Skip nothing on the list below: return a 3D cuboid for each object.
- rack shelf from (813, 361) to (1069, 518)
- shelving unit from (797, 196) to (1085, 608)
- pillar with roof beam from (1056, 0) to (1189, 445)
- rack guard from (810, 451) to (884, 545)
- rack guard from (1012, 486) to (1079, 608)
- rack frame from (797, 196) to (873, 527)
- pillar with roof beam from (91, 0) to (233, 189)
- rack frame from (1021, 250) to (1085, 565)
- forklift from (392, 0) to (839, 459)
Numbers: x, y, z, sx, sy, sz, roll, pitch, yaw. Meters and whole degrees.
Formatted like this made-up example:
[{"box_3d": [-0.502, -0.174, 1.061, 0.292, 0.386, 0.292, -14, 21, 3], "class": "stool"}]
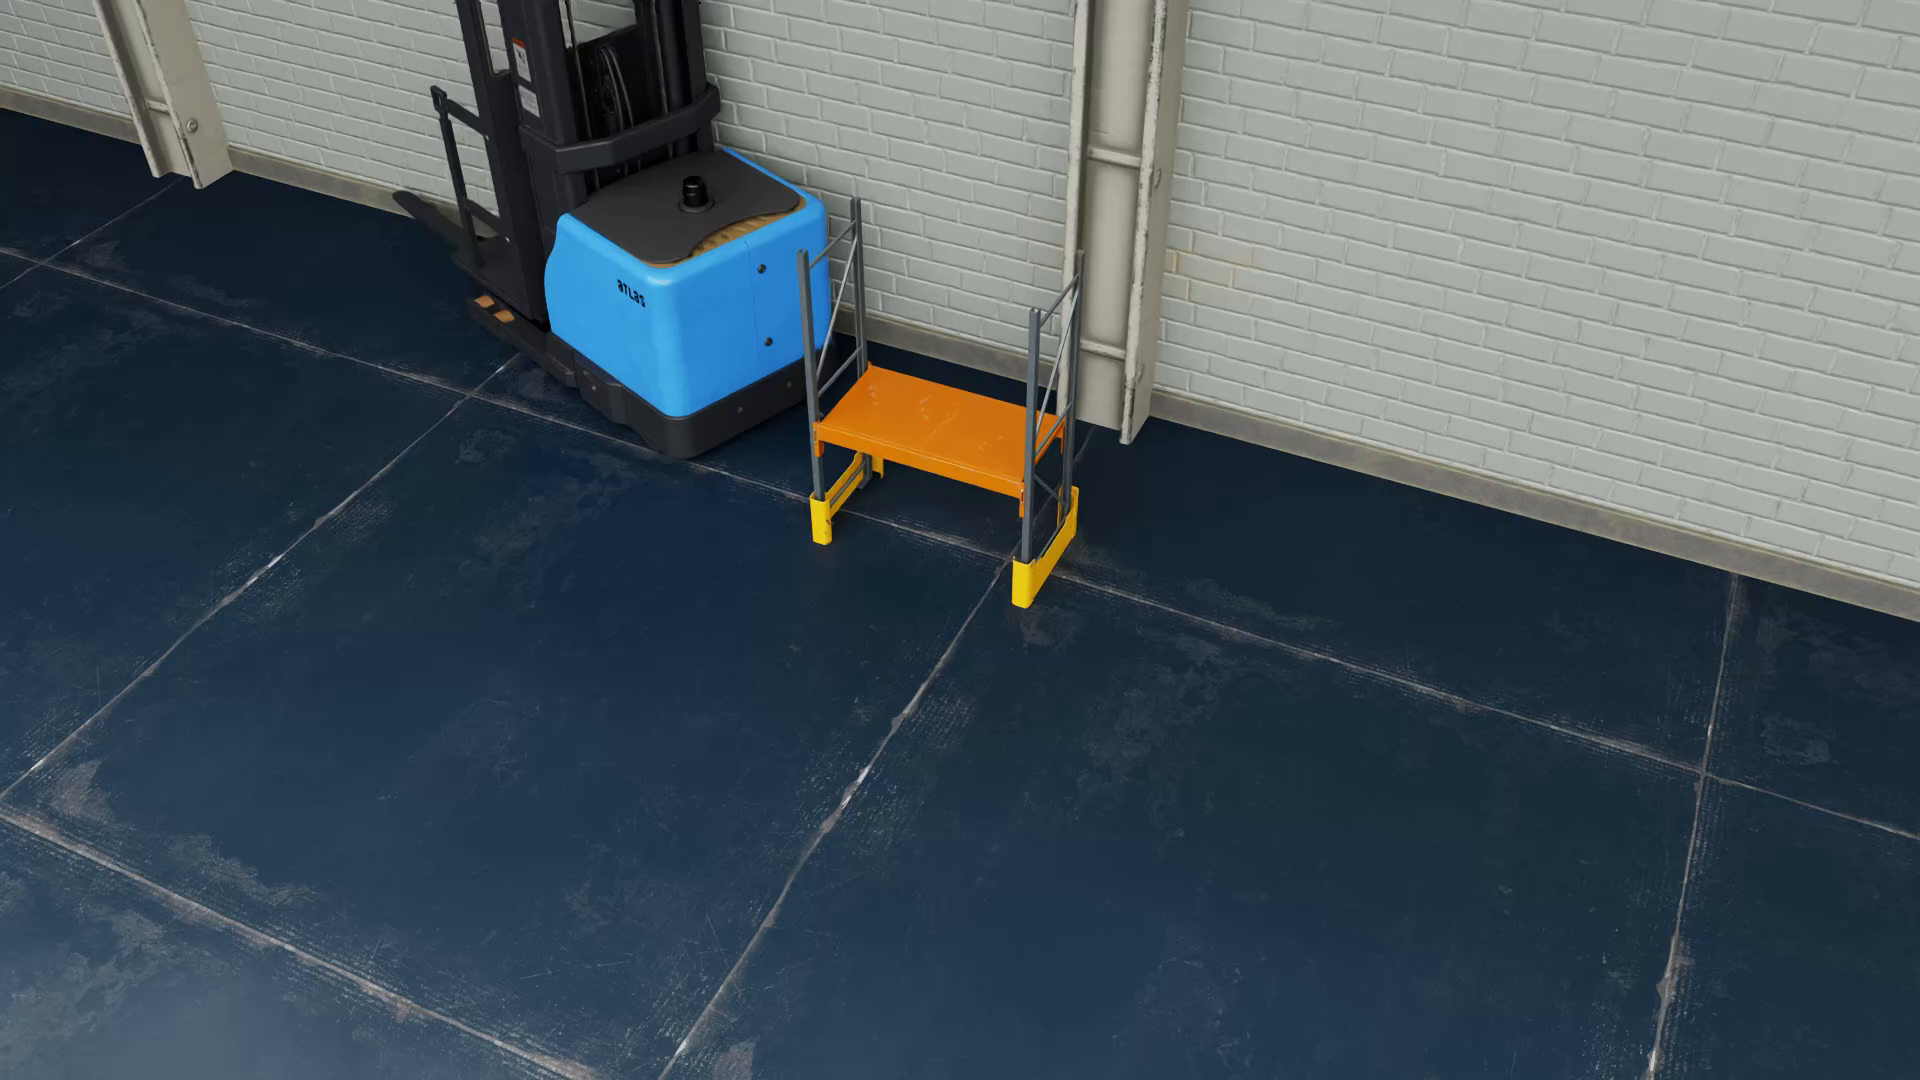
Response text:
[{"box_3d": [-0.077, -0.454, 7.288, 1.000, 0.185, 0.538, 17, 44, 19], "class": "rack shelf"}, {"box_3d": [-0.069, -0.588, 7.167, 1.083, 1.500, 0.587, 17, 44, 19], "class": "shelving unit"}, {"box_3d": [-1.102, -1.457, 2.445, 0.400, 9.000, 9.100, 17, 44, 19], "class": "pillar with roof beam"}, {"box_3d": [-0.520, -0.253, 7.736, 0.087, 0.250, 0.587, 17, 44, 19], "class": "rack guard"}, {"box_3d": [0.382, 0.022, 7.417, 0.087, 0.250, 0.587, 17, 44, 19], "class": "rack guard"}, {"box_3d": [-0.538, -0.731, 7.332, 0.032, 1.500, 0.500, 17, 44, 19], "class": "rack frame"}, {"box_3d": [-6.539, -3.119, 4.362, 0.400, 9.000, 9.100, 17, 44, 19], "class": "pillar with roof beam"}, {"box_3d": [0.383, -0.450, 7.008, 0.032, 1.500, 0.500, 17, 44, 19], "class": "rack frame"}, {"box_3d": [-1.997, -2.368, 8.129, 1.130, 2.935, 3.031, -32, 50, -31], "class": "forklift"}]
